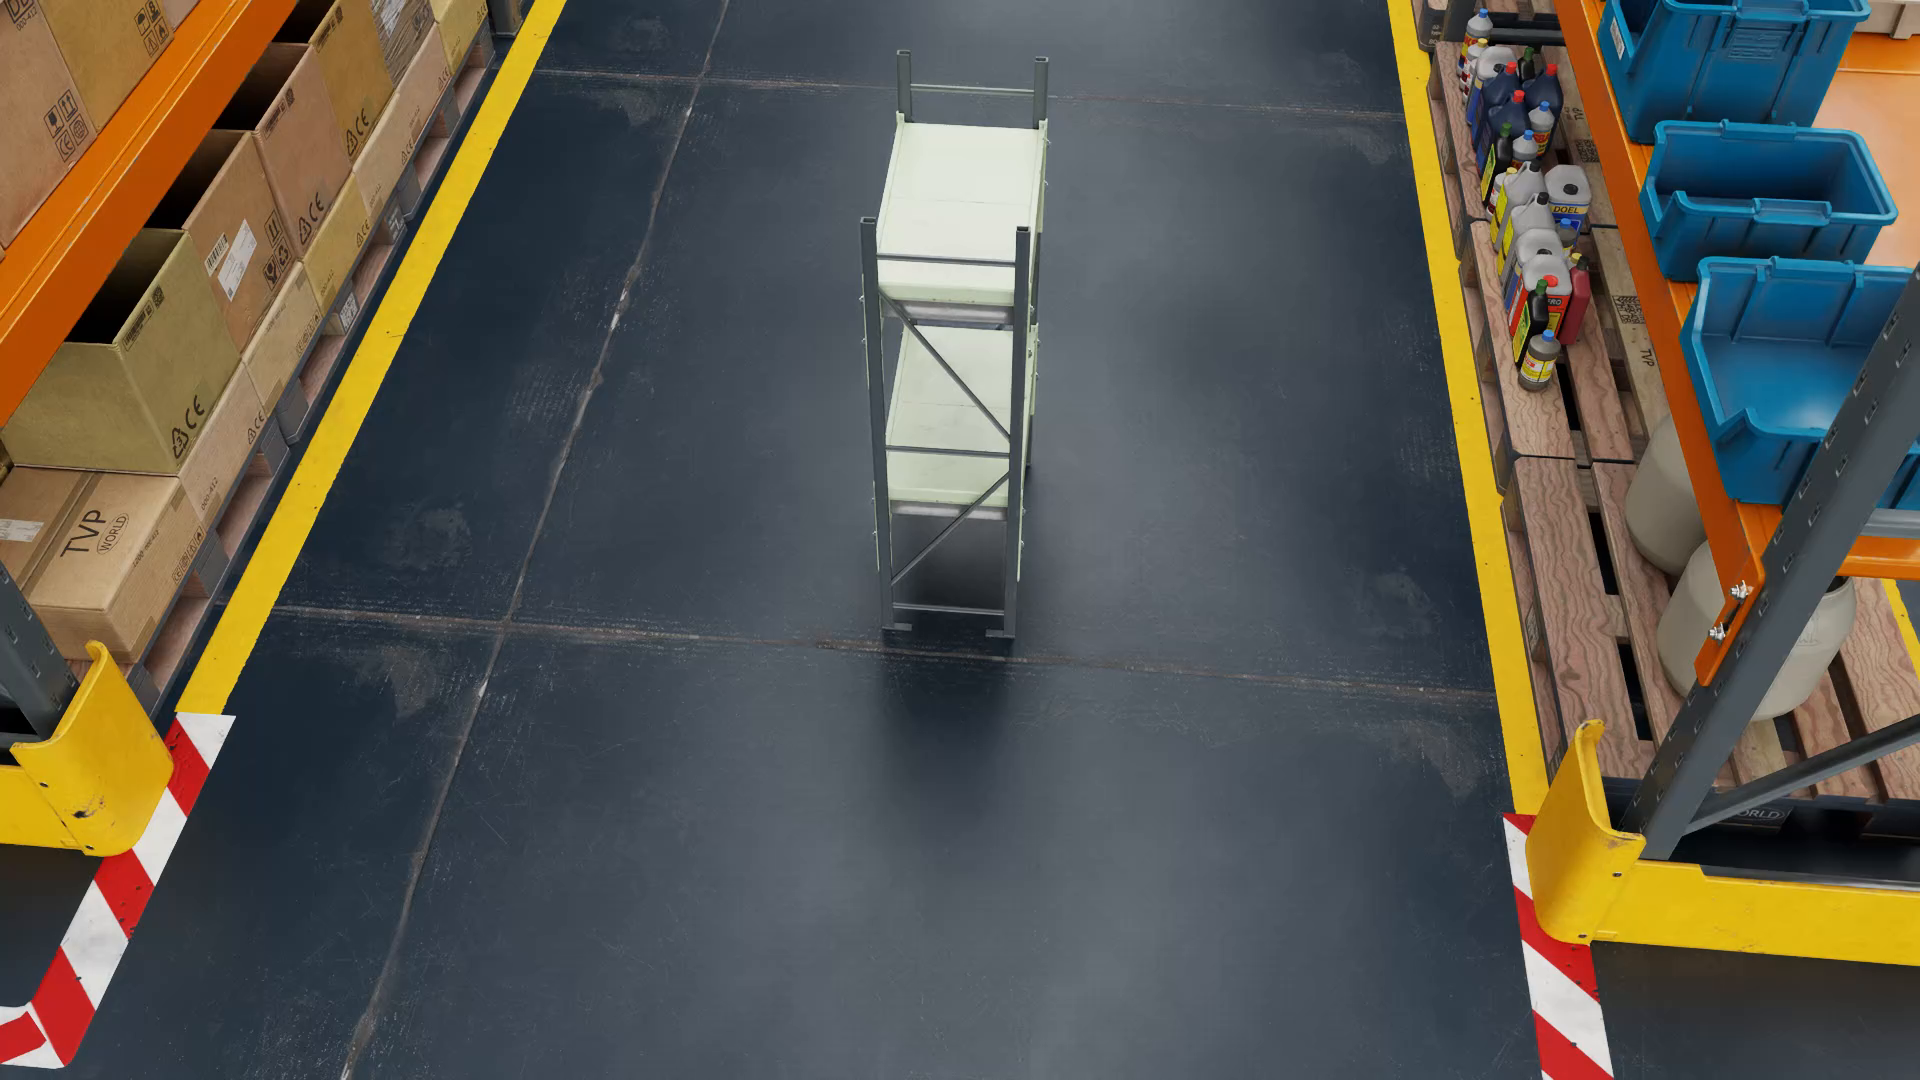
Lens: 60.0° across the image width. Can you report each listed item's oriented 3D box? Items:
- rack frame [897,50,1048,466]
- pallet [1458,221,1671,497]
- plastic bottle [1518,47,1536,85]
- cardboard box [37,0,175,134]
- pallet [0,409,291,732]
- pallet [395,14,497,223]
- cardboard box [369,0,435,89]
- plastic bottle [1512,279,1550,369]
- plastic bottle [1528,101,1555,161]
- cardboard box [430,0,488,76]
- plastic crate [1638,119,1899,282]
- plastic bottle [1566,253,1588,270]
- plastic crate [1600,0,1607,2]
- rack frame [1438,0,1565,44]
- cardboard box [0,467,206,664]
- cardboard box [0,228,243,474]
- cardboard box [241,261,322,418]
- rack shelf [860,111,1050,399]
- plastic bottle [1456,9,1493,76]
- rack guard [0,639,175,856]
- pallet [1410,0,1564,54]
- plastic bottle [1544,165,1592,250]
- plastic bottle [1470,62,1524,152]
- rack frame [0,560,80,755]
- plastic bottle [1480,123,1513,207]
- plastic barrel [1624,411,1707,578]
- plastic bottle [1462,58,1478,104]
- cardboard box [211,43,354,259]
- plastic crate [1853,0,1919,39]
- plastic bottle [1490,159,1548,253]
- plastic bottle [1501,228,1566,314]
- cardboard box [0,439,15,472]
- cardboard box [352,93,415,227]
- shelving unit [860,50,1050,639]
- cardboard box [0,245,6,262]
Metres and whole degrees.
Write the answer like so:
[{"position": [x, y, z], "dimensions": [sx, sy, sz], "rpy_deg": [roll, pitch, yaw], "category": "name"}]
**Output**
[{"position": [0.033, -0.770, 4.938], "dimensions": [0.400, 1.500, 0.023], "rpy_deg": [4, 48, 4], "category": "rack frame"}, {"position": [2.292, -0.614, 5.668], "dimensions": [1.003, 0.211, 1.213], "rpy_deg": [4, 48, 4], "category": "pallet"}, {"position": [2.142, -1.725, 6.338], "dimensions": [0.061, 0.283, 0.133], "rpy_deg": [4, 48, 4], "category": "plastic bottle"}, {"position": [-2.644, -1.467, 4.492], "dimensions": [0.700, 0.500, 0.500], "rpy_deg": [4, 48, 4], "category": "cardboard box"}, {"position": [-2.766, 0.035, 5.074], "dimensions": [1.003, 0.211, 1.213], "rpy_deg": [4, 48, 4], "category": "pallet"}, {"position": [-2.543, -1.758, 6.714], "dimensions": [1.003, 0.211, 1.213], "rpy_deg": [4, 48, 4], "category": "pallet"}, {"position": [-2.311, -2.025, 6.140], "dimensions": [0.500, 0.500, 0.500], "rpy_deg": [4, 48, 4], "category": "cardboard box"}, {"position": [1.862, -0.703, 5.403], "dimensions": [0.061, 0.283, 0.133], "rpy_deg": [5, 48, 4], "category": "plastic bottle"}, {"position": [2.124, -1.492, 6.133], "dimensions": [0.097, 0.271, 0.097], "rpy_deg": [0, 48, 0], "category": "plastic bottle"}, {"position": [-2.254, -2.138, 6.752], "dimensions": [0.500, 0.250, 0.500], "rpy_deg": [4, 48, 4], "category": "cardboard box"}, {"position": [1.951, -0.820, 4.068], "dimensions": [0.499, 0.251, 0.408], "rpy_deg": [4, 48, 4], "category": "plastic crate"}, {"position": [2.058, -0.879, 5.619], "dimensions": [0.097, 0.201, 0.097], "rpy_deg": [0, 48, 0], "category": "plastic bottle"}, {"position": [2.099, -1.894, 5.093], "dimensions": [0.450, 0.188, 0.662], "rpy_deg": [4, 48, 4], "category": "plastic crate"}, {"position": [2.503, -2.944, 5.910], "dimensions": [1.000, 3.000, 0.127], "rpy_deg": [4, 48, 4], "category": "rack frame"}, {"position": [-2.523, 0.066, 4.735], "dimensions": [0.500, 0.250, 0.500], "rpy_deg": [4, 48, 4], "category": "cardboard box"}, {"position": [-2.480, -0.554, 4.795], "dimensions": [0.500, 0.500, 0.500], "rpy_deg": [4, 48, 4], "category": "cardboard box"}, {"position": [-2.435, -0.669, 5.408], "dimensions": [0.500, 0.250, 0.500], "rpy_deg": [4, 48, 4], "category": "cardboard box"}, {"position": [-0.001, -0.765, 4.404], "dimensions": [0.431, 0.370, 0.720], "rpy_deg": [4, 48, 4], "category": "rack shelf"}, {"position": [2.038, -1.967, 6.567], "dimensions": [0.097, 0.271, 0.097], "rpy_deg": [0, 48, 0], "category": "plastic bottle"}, {"position": [-2.796, 0.520, 4.435], "dimensions": [1.175, 0.500, 0.348], "rpy_deg": [4, 48, 4], "category": "rack guard"}, {"position": [2.536, -2.583, 7.469], "dimensions": [1.003, 0.211, 1.213], "rpy_deg": [4, 48, 4], "category": "pallet"}, {"position": [2.110, -1.166, 5.831], "dimensions": [0.152, 0.276, 0.135], "rpy_deg": [4, 48, 4], "category": "plastic bottle"}, {"position": [2.017, -1.634, 6.208], "dimensions": [0.144, 0.351, 0.185], "rpy_deg": [5, 48, 5], "category": "plastic bottle"}, {"position": [-2.794, -0.341, 3.529], "dimensions": [1.000, 3.000, 0.127], "rpy_deg": [4, 48, 4], "category": "rack frame"}, {"position": [1.943, -1.354, 5.998], "dimensions": [0.061, 0.283, 0.133], "rpy_deg": [6, 48, 5], "category": "plastic bottle"}, {"position": [2.168, -0.164, 4.769], "dimensions": [0.421, 0.512, 0.421], "rpy_deg": [0, 48, 0], "category": "plastic barrel"}, {"position": [2.019, -1.794, 6.457], "dimensions": [0.097, 0.201, 0.097], "rpy_deg": [0, 48, 0], "category": "plastic bottle"}, {"position": [-2.384, -1.289, 5.467], "dimensions": [0.500, 0.500, 0.500], "rpy_deg": [4, 48, 4], "category": "cardboard box"}, {"position": [2.608, -1.645, 4.901], "dimensions": [0.530, 0.136, 0.437], "rpy_deg": [4, 48, 4], "category": "plastic crate"}, {"position": [1.961, -1.182, 5.796], "dimensions": [0.144, 0.351, 0.185], "rpy_deg": [4, 48, 3], "category": "plastic bottle"}, {"position": [1.932, -0.899, 5.587], "dimensions": [0.152, 0.276, 0.135], "rpy_deg": [3, 48, 2], "category": "plastic bottle"}, {"position": [-3.005, -0.337, 5.104], "dimensions": [0.500, 0.250, 0.500], "rpy_deg": [4, 48, 4], "category": "cardboard box"}, {"position": [-2.340, -1.403, 6.080], "dimensions": [0.500, 0.250, 0.500], "rpy_deg": [4, 48, 4], "category": "cardboard box"}, {"position": [-0.001, -0.501, 4.692], "dimensions": [0.431, 1.500, 0.755], "rpy_deg": [4, 48, 4], "category": "shelving unit"}, {"position": [-2.738, -0.717, 3.805], "dimensions": [0.700, 0.500, 0.500], "rpy_deg": [4, 48, 4], "category": "cardboard box"}]
